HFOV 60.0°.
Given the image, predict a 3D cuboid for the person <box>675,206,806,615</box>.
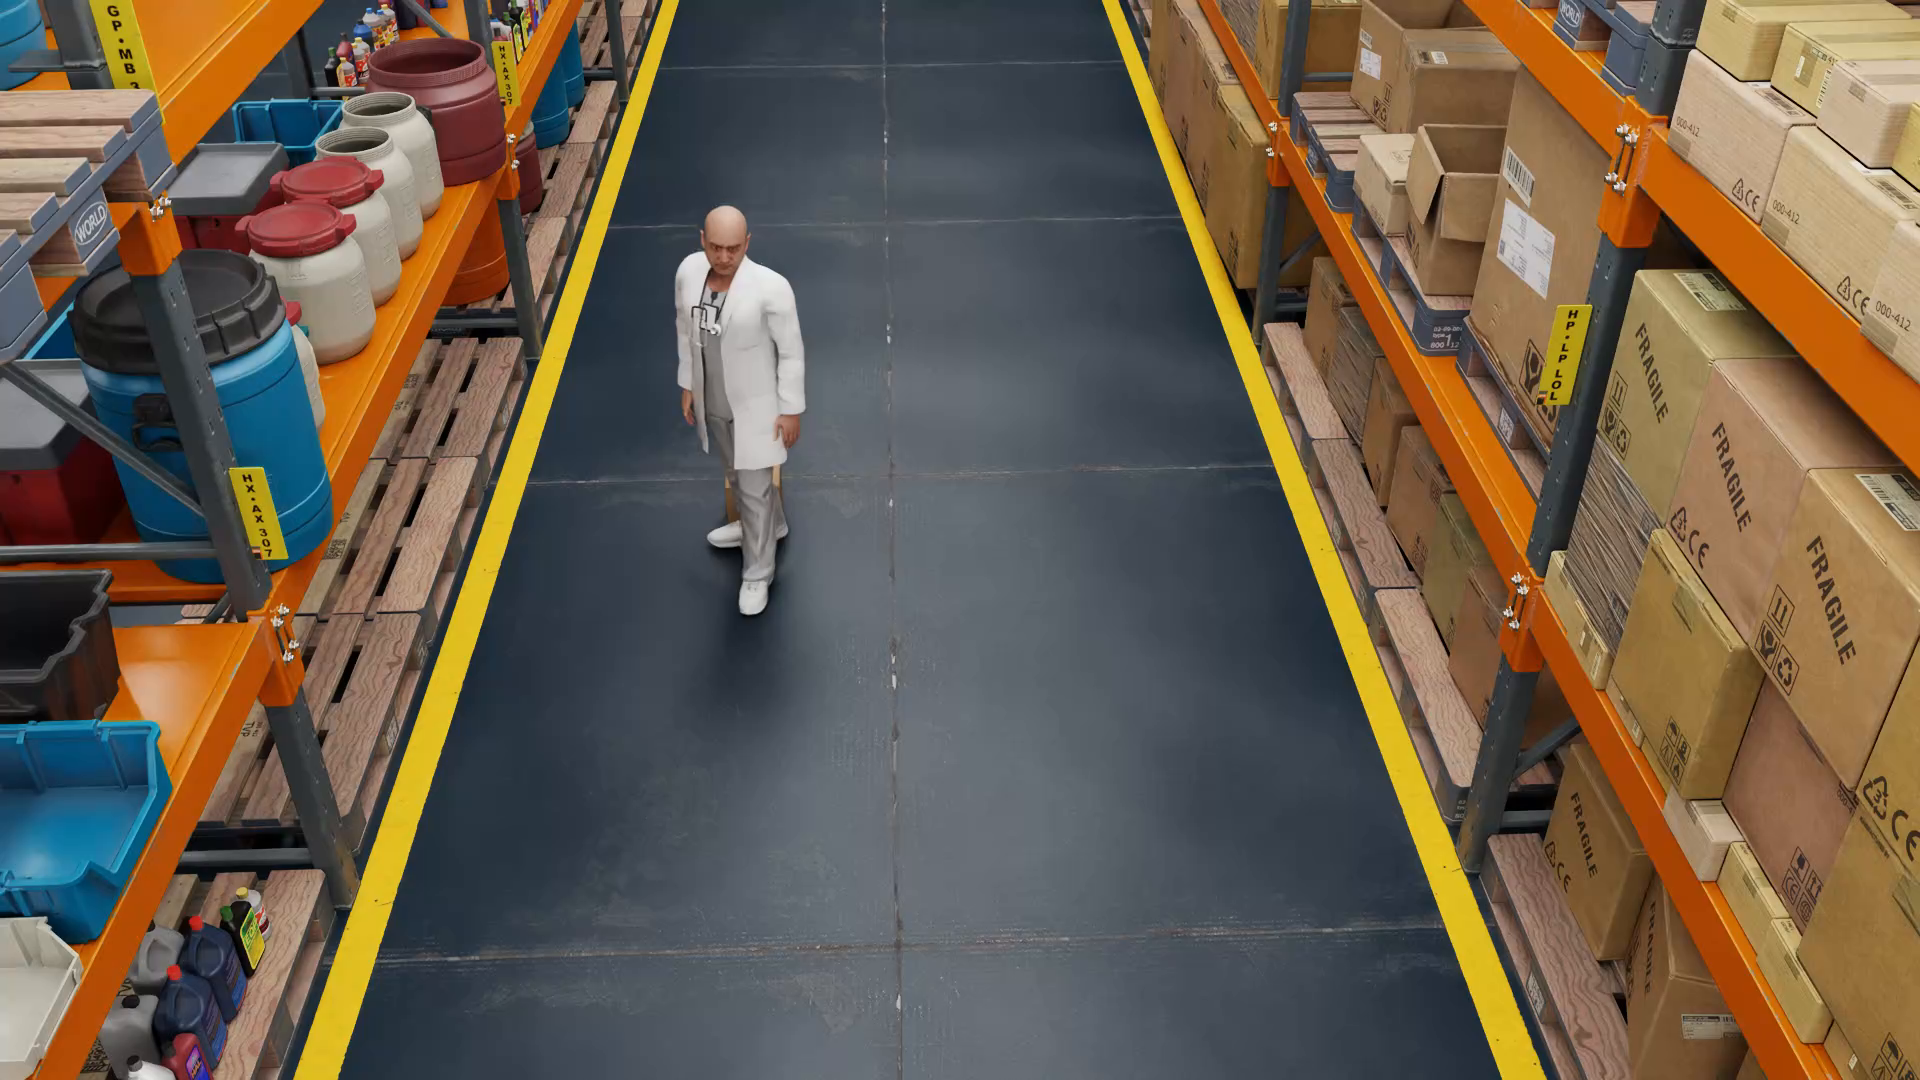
[{"bbox_3d":[-0.923,-0.587,6.998,0.597,1.778,0.623,19,39,25],"label":"person"}]
